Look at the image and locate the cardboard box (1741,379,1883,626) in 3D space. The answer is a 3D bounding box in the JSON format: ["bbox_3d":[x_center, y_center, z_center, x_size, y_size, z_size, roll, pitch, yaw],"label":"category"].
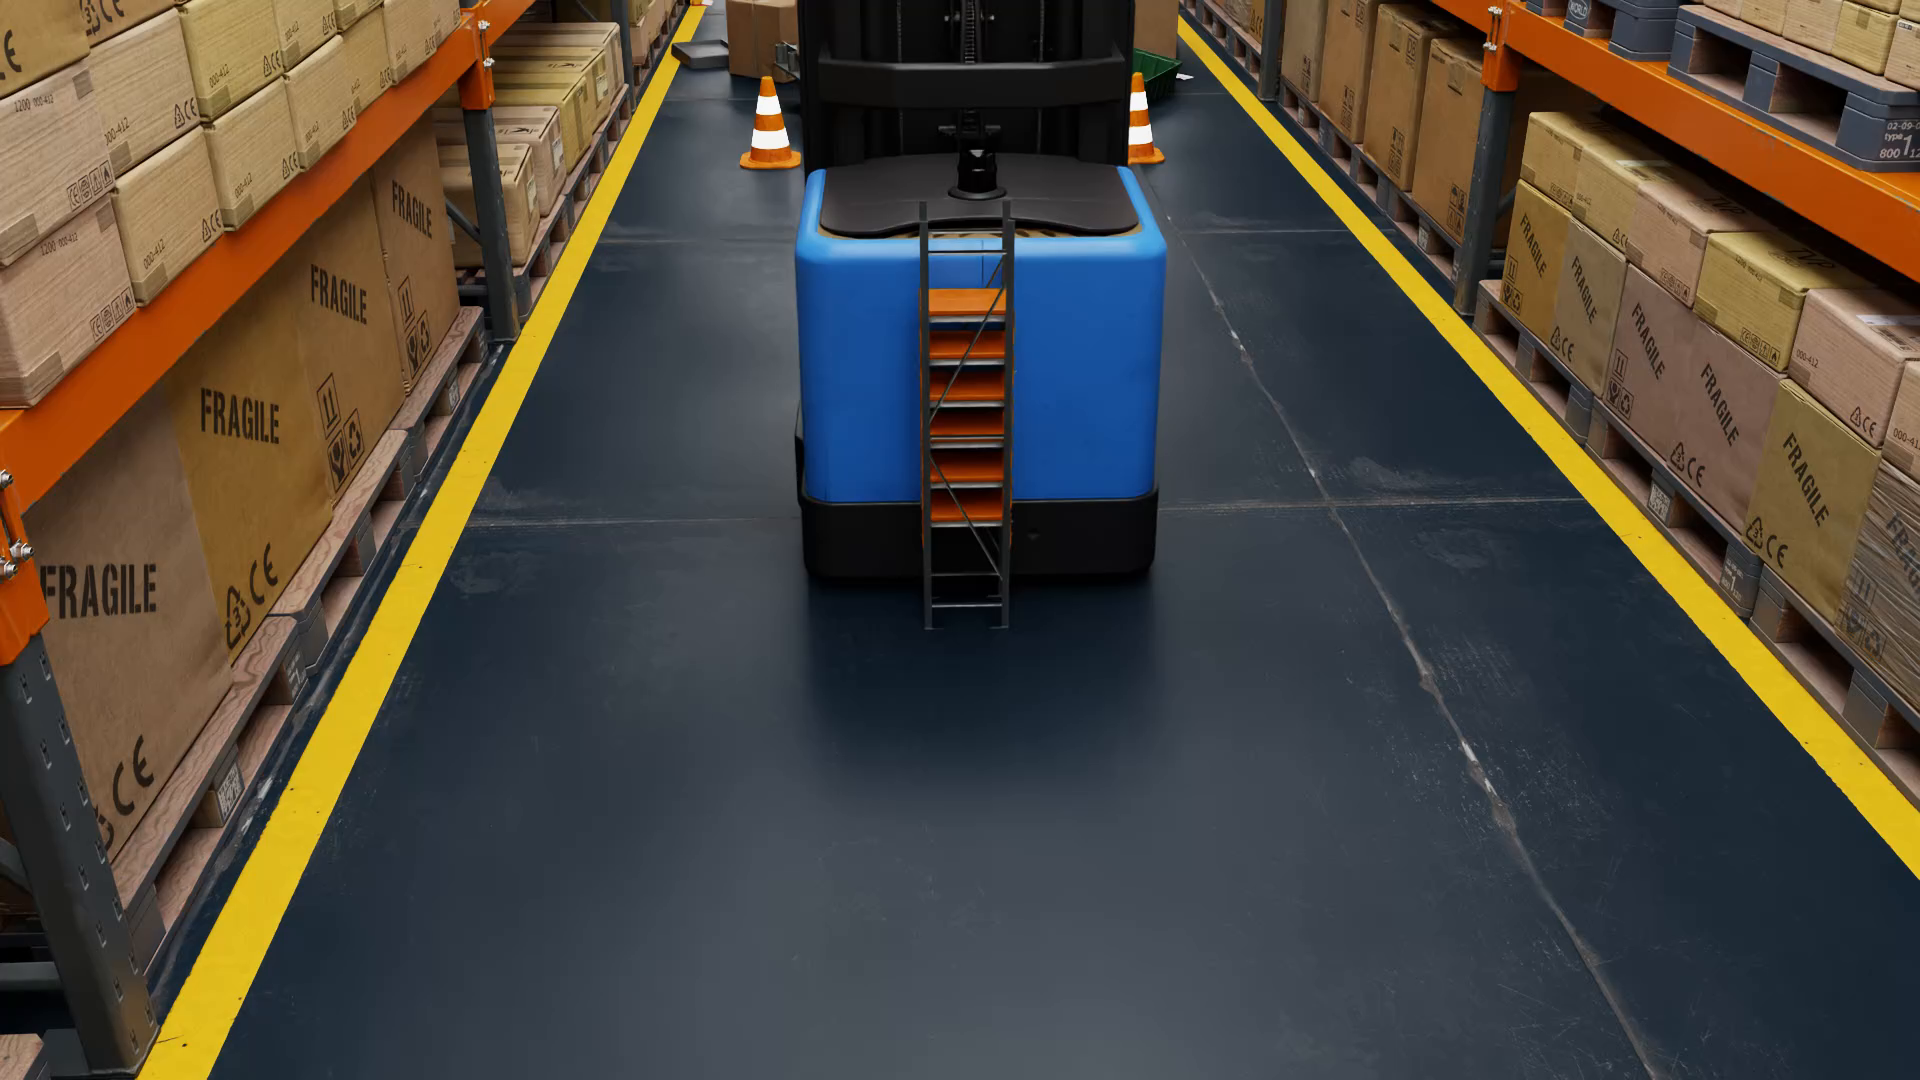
[{"bbox_3d":[2.516,-0.115,4.476,0.500,0.500,0.500,-2,28,-4],"label":"cardboard box"}]

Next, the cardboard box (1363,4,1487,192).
[{"bbox_3d":[2.633,-2.188,8.180,1.050,0.750,0.750,-1,28,-2],"label":"cardboard box"}]

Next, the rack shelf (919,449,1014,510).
[{"bbox_3d":[0.016,-0.171,4.637,0.258,0.103,0.180,-1,28,-2],"label":"rack shelf"}]

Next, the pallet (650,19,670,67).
[{"bbox_3d":[-2.660,-3.631,11.983,1.003,0.211,1.213,-1,28,-3],"label":"pallet"}]

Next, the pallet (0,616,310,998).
[{"bbox_3d":[-2.221,0.583,3.903,1.003,0.211,1.213,-1,28,-3],"label":"pallet"}]

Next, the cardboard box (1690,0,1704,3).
[{"bbox_3d":[2.489,-1.802,5.279,0.380,0.149,0.250,0,28,0],"label":"cardboard box"}]

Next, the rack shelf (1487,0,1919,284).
[{"bbox_3d":[2.728,-1.069,4.835,1.077,0.370,4.000,-1,28,-3],"label":"rack shelf"}]

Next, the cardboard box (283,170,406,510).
[{"bbox_3d":[-2.319,-0.657,5.109,0.875,0.875,0.875,-1,28,-2],"label":"cardboard box"}]

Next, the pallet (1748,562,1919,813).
[{"bbox_3d":[2.790,0.412,4.231,1.003,0.211,1.213,-1,28,-3],"label":"pallet"}]

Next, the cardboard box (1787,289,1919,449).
[{"bbox_3d":[2.528,-0.451,4.308,0.500,0.250,0.500,0,28,0],"label":"cardboard box"}]

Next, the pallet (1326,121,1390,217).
[{"bbox_3d":[2.597,-2.004,8.863,1.003,0.211,1.213,-1,28,-3],"label":"pallet"}]

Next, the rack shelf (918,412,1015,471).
[{"bbox_3d":[0.016,-0.278,4.581,0.258,0.103,0.180,-1,28,-2],"label":"rack shelf"}]

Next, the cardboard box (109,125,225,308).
[{"bbox_3d":[-1.893,-0.681,3.473,0.500,0.250,0.500,-2,28,-4],"label":"cardboard box"}]

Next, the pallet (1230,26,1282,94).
[{"bbox_3d":[2.453,-3.276,11.303,1.003,0.211,1.213,-1,28,-3],"label":"pallet"}]

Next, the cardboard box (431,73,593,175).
[{"bbox_3d":[-2.414,-2.119,8.457,0.950,0.372,0.625,0,28,-1],"label":"cardboard box"}]

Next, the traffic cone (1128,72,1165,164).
[{"bbox_3d":[0.977,-2.379,9.310,0.336,0.463,0.334,-1,28,-3],"label":"traffic cone"}]

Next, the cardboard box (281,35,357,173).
[{"bbox_3d":[-1.921,-1.149,4.371,0.500,0.250,0.500,-2,28,-3],"label":"cardboard box"}]

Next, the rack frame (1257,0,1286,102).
[{"bbox_3d":[2.415,-4.159,9.981,1.000,3.000,0.127,-1,28,-3],"label":"rack frame"}]

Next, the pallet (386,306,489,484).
[{"bbox_3d":[-2.349,-0.543,6.064,1.003,0.211,1.213,-1,28,-3],"label":"pallet"}]

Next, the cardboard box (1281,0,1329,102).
[{"bbox_3d":[2.537,-3.063,9.859,1.050,0.750,0.750,-2,28,-3],"label":"cardboard box"}]

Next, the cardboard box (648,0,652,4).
[{"bbox_3d":[-2.324,-3.818,11.036,0.500,0.500,0.500,0,28,-1],"label":"cardboard box"}]

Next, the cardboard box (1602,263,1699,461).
[{"bbox_3d":[2.467,-0.588,5.383,0.500,0.500,0.500,-2,28,-4],"label":"cardboard box"}]

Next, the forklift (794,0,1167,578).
[{"bbox_3d":[0.011,-1.831,5.591,1.130,2.935,3.031,-1,28,-2],"label":"forklift"}]

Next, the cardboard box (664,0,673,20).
[{"bbox_3d":[-2.369,-3.960,12.117,0.500,0.250,0.500,-2,28,-4],"label":"cardboard box"}]

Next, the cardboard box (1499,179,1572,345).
[{"bbox_3d":[2.406,-1.057,6.282,0.500,0.500,0.500,-3,28,-5],"label":"cardboard box"}]

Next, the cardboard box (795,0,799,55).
[{"bbox_3d":[-0.747,-3.277,10.174,0.500,0.500,0.500,-1,28,-3],"label":"cardboard box"}]

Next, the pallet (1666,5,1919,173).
[{"bbox_3d":[2.768,-1.314,4.733,1.003,0.211,1.213,-1,28,-3],"label":"pallet"}]

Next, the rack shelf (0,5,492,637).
[{"bbox_3d":[-2.210,-0.903,4.516,1.077,0.370,4.000,-1,28,-3],"label":"rack shelf"}]

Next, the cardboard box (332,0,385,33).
[{"bbox_3d":[-1.958,-1.611,4.716,0.500,0.250,0.500,-2,28,-4],"label":"cardboard box"}]

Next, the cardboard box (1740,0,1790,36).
[{"bbox_3d":[2.517,-1.563,4.821,0.380,0.149,0.250,-1,28,-2],"label":"cardboard box"}]

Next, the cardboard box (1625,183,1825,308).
[{"bbox_3d":[2.457,-0.935,5.237,0.500,0.250,0.500,-1,28,-2],"label":"cardboard box"}]

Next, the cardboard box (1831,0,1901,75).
[{"bbox_3d":[2.543,-1.320,4.354,0.380,0.149,0.250,0,28,0],"label":"cardboard box"}]

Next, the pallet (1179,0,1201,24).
[{"bbox_3d":[2.326,-4.403,13.463,1.003,0.211,1.213,-1,28,-3],"label":"pallet"}]

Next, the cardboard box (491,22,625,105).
[{"bbox_3d":[-2.493,-2.772,9.709,0.950,0.372,0.625,-1,28,-2],"label":"cardboard box"}]

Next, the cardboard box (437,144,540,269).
[{"bbox_3d":[-2.334,-1.428,7.132,0.950,0.372,0.625,-3,28,-6],"label":"cardboard box"}]

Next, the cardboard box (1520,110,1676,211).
[{"bbox_3d":[2.418,-1.398,6.125,0.500,0.250,0.500,-3,28,-5],"label":"cardboard box"}]

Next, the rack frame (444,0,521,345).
[{"bbox_3d":[-2.314,-2.146,6.120,1.000,3.000,0.127,-1,28,-3],"label":"rack frame"}]

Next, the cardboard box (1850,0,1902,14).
[{"bbox_3d":[2.542,-1.459,4.300,0.380,0.149,0.250,-1,28,-2],"label":"cardboard box"}]

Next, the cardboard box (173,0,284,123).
[{"bbox_3d":[-1.902,-1.137,3.809,0.500,0.250,0.500,-1,28,-2],"label":"cardboard box"}]

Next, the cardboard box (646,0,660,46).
[{"bbox_3d":[-2.324,-3.485,11.208,0.500,0.250,0.500,0,28,0],"label":"cardboard box"}]

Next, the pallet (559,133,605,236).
[{"bbox_3d":[-2.414,-1.832,8.535,1.003,0.211,1.213,-1,28,-3],"label":"pallet"}]

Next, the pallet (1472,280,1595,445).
[{"bbox_3d":[2.663,-0.715,6.392,1.003,0.211,1.213,-1,28,-3],"label":"pallet"}]

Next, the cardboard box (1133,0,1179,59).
[{"bbox_3d":[1.309,-3.744,11.885,0.500,0.500,0.500,3,28,6],"label":"cardboard box"}]

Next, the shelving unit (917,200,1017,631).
[{"bbox_3d":[0.016,-0.317,4.561,0.258,1.200,0.189,-1,28,-2],"label":"shelving unit"}]

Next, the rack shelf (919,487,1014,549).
[{"bbox_3d":[0.016,-0.065,4.692,0.258,0.103,0.180,-1,28,-2],"label":"rack shelf"}]

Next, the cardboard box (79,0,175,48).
[{"bbox_3d":[-1.896,-1.231,3.176,0.500,0.500,0.500,-2,28,-3],"label":"cardboard box"}]

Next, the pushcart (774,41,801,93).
[{"bbox_3d":[-0.249,-2.908,10.418,1.648,0.377,0.936,-11,30,-20],"label":"pushcart"}]

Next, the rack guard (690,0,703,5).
[{"bbox_3d":[-2.728,-4.697,13.715,1.175,0.500,0.348,-1,28,-3],"label":"rack guard"}]

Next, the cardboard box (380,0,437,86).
[{"bbox_3d":[-1.986,-1.616,5.268,0.500,0.250,0.500,-1,28,-2],"label":"cardboard box"}]

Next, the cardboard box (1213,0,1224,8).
[{"bbox_3d":[2.355,-4.533,12.540,0.875,0.875,0.875,-2,28,-3],"label":"cardboard box"}]

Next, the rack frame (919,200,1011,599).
[{"bbox_3d":[0.013,-0.360,4.642,0.240,1.200,0.006,-1,28,-2],"label":"rack frame"}]

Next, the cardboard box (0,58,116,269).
[{"bbox_3d":[-1.847,-0.664,2.900,0.500,0.250,0.500,-2,28,-4],"label":"cardboard box"}]

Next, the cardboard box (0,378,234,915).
[{"bbox_3d":[-2.218,0.173,3.518,0.875,0.875,0.875,-1,28,-1],"label":"cardboard box"}]

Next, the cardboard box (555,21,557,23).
[{"bbox_3d":[-2.823,-3.227,10.712,0.500,0.250,0.500,0,28,0],"label":"cardboard box"}]

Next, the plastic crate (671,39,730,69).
[{"bbox_3d":[-1.786,-3.443,11.766,0.402,0.080,0.583,-11,30,-20],"label":"plastic crate"}]

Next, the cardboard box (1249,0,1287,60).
[{"bbox_3d":[2.452,-3.695,10.935,0.875,0.875,0.875,-1,28,-2],"label":"cardboard box"}]
